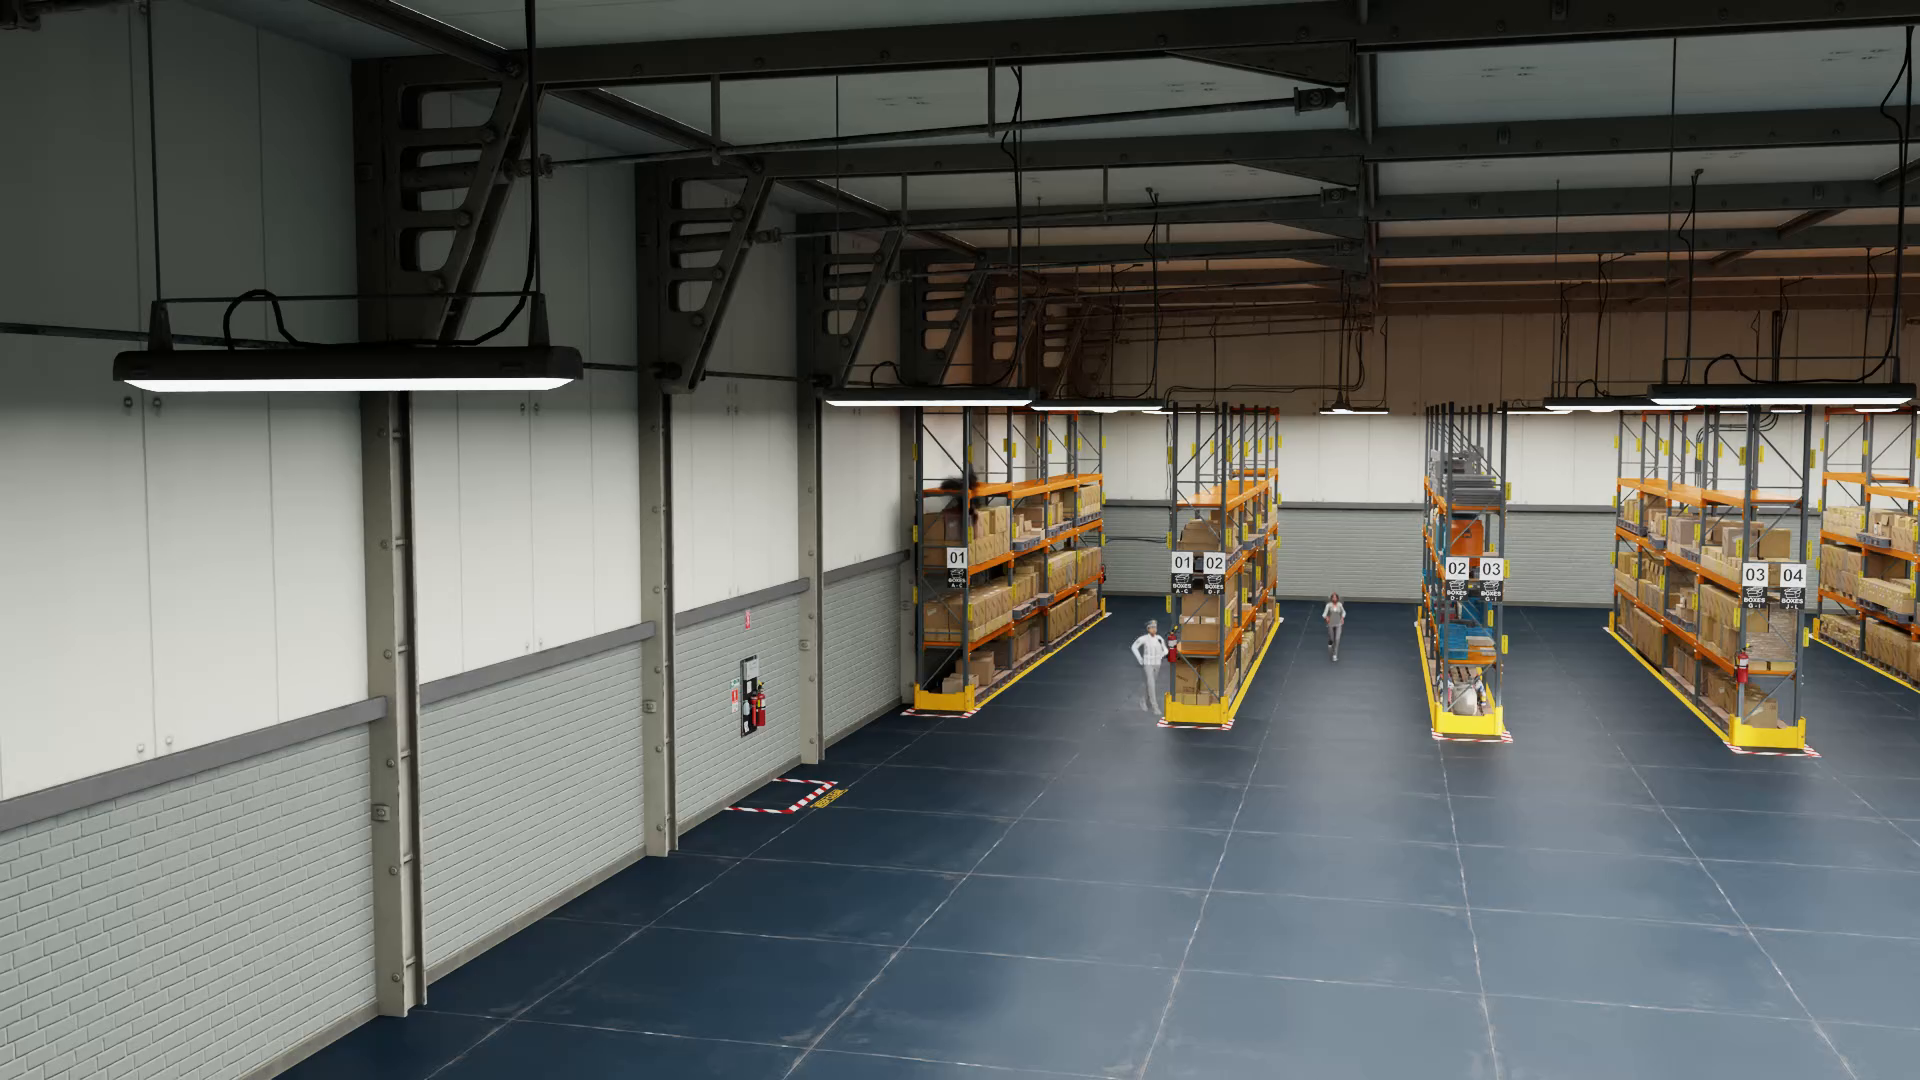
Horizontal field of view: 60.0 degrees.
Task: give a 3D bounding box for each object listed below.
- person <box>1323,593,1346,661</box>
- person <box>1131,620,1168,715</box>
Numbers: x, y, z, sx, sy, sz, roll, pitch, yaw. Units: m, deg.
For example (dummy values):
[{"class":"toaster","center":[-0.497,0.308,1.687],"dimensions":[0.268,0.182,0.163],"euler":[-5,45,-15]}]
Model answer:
[{"class":"person","center":[8.879,2.041,39.436],"dimensions":[0.536,1.580,0.705],"euler":[0,4,6]},{"class":"person","center":[3.547,2.329,30.475],"dimensions":[0.629,1.719,0.867],"euler":[-2,5,-26]}]
